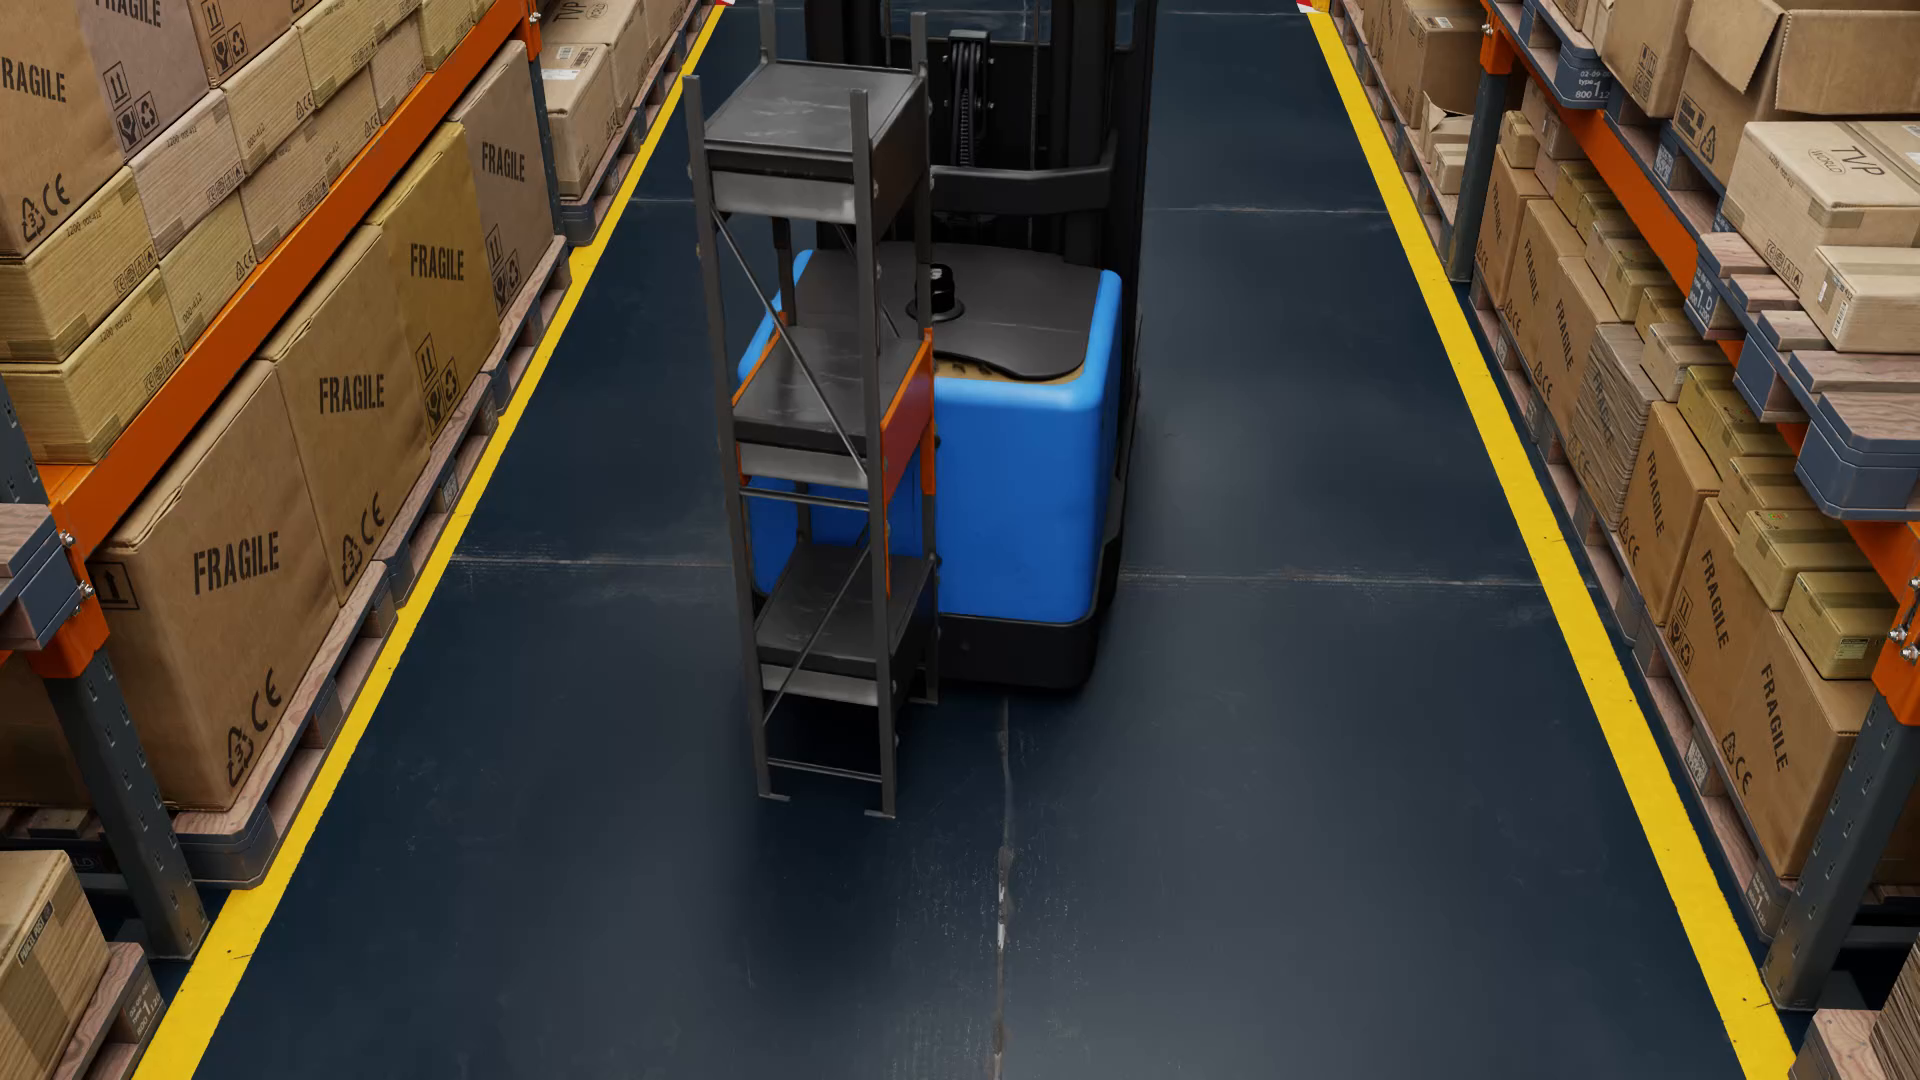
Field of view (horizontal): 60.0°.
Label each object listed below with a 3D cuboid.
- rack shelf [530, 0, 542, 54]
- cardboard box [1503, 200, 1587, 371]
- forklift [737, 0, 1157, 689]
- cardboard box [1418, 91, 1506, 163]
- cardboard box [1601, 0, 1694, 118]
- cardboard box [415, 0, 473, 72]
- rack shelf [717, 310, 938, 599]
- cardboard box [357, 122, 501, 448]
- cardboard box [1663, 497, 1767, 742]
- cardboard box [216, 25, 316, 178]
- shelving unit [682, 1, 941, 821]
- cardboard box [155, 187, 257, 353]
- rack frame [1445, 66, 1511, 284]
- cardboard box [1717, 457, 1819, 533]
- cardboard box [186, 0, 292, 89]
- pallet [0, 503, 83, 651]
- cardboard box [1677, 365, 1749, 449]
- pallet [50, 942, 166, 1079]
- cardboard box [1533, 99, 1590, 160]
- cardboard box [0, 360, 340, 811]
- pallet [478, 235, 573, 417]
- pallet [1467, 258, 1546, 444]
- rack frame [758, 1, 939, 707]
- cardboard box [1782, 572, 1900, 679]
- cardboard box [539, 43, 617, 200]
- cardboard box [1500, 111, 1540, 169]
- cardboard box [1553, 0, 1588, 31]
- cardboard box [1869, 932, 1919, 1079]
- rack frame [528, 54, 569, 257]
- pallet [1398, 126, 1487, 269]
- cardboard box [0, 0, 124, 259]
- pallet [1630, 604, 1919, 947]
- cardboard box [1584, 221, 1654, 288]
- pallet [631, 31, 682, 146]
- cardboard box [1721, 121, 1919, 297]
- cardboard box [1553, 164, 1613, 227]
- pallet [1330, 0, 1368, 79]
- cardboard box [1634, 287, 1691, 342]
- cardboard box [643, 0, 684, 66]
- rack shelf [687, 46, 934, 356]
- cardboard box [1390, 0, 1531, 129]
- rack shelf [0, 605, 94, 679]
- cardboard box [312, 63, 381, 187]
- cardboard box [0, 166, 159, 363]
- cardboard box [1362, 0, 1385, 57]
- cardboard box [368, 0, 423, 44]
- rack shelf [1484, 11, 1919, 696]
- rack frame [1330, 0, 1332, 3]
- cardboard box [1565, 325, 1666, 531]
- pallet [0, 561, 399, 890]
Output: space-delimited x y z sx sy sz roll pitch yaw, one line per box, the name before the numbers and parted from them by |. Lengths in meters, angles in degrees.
rack shelf | -2.207 -3.353 8.538 1.077 0.370 4.000 1 35 2
cardboard box | 2.417 -0.956 6.311 0.500 0.500 0.500 1 35 1
forklift | 0.098 -1.591 5.464 1.130 2.935 3.031 5 35 7
cardboard box | 2.416 -1.971 7.959 0.396 0.266 0.258 3 35 4
cardboard box | 2.377 -1.578 4.934 0.700 0.500 0.500 1 35 2
cardboard box | -2.075 -1.881 5.948 0.500 0.250 0.500 1 35 1
rack shelf | -0.323 -0.225 4.260 0.431 0.518 0.480 8 37 11
cardboard box | -2.261 -0.924 5.939 0.875 0.875 0.875 2 35 3
cardboard box | 2.345 0.228 4.626 0.500 0.500 0.500 1 35 1
cardboard box | -2.127 -1.212 4.562 0.500 0.250 0.500 1 35 2
shelving unit | -0.323 -0.236 4.252 0.431 2.100 0.503 8 37 11
cardboard box | -2.174 -0.710 4.282 0.500 0.250 0.500 0 35 1
rack frame | 2.673 -2.386 6.536 1.000 3.000 0.127 1 35 2
cardboard box | 2.313 -0.100 4.528 0.380 0.149 0.250 0 35 0
cardboard box | -2.137 -1.510 4.334 0.500 0.500 0.500 2 35 3
pallet | -2.370 0.290 2.896 1.213 0.211 1.003 1 35 2
cardboard box | 2.379 -0.394 4.946 0.380 0.149 0.250 1 35 1
pallet | -2.481 1.389 3.590 1.003 0.211 1.213 1 35 2
cardboard box | 2.430 -1.572 6.364 0.380 0.149 0.250 0 35 0
cardboard box | -2.337 0.102 4.479 0.875 0.875 0.875 1 35 1
pallet | -2.243 -0.913 6.865 1.003 0.211 1.213 1 35 2
pallet | 2.678 -0.777 6.672 1.003 0.211 1.213 1 35 2
rack frame | -0.267 -0.376 4.444 0.400 2.100 0.015 8 37 11
cardboard box | 2.279 0.208 4.090 0.380 0.149 0.250 0 35 0
cardboard box | -2.155 -1.980 7.822 0.875 0.438 0.875 1 35 1
cardboard box | 2.392 -1.601 6.663 0.380 0.149 0.250 3 35 4
cardboard box | 2.409 -2.029 5.576 0.700 0.500 0.500 2 35 2
cardboard box | 2.473 1.070 3.319 0.875 0.625 0.625 2 35 3
rack frame | -2.287 -2.499 6.697 1.000 3.000 0.127 1 35 2
pallet | 2.701 -1.640 7.900 1.003 0.211 1.213 1 35 2
cardboard box | -2.184 -0.928 3.505 0.500 0.500 0.500 0 35 0
pallet | 2.580 0.625 4.677 1.003 0.211 1.213 1 35 2
cardboard box | 2.415 -0.992 5.797 0.380 0.149 0.250 1 35 2
pallet | -2.132 -2.496 9.117 1.003 0.211 1.213 1 35 2
cardboard box | 2.231 -0.812 4.062 0.500 0.250 0.500 0 35 0
cardboard box | 2.460 -1.292 6.224 0.380 0.149 0.250 0 35 -1
pallet | 2.799 -3.042 9.894 1.003 0.211 1.213 1 35 2
cardboard box | 2.421 -0.693 5.372 0.380 0.149 0.250 1 35 2
cardboard box | -2.082 -3.013 9.291 0.875 0.438 0.875 2 35 3
rack shelf | -0.327 -0.791 3.848 0.431 0.518 0.480 8 37 11
cardboard box | 2.599 -2.398 8.361 0.700 0.500 0.500 0 35 0
rack shelf | -2.528 1.243 1.998 1.077 0.370 4.000 1 35 2
cardboard box | -2.131 -1.295 5.114 0.500 0.250 0.500 1 35 2
cardboard box | -2.181 -0.629 3.732 0.500 0.250 0.500 1 35 2
cardboard box | 2.641 -2.994 9.210 0.700 0.500 0.500 3 35 4
cardboard box | -2.089 -1.798 5.395 0.500 0.250 0.500 2 35 3
rack shelf | 2.592 -0.943 5.108 1.077 0.370 4.000 1 35 2
rack frame | 2.833 -4.684 9.806 1.000 3.000 0.127 1 35 2
cardboard box | 2.365 -0.372 5.479 0.500 0.500 0.500 0 35 0
pallet | -2.341 0.489 4.870 1.003 0.211 1.213 1 35 2
